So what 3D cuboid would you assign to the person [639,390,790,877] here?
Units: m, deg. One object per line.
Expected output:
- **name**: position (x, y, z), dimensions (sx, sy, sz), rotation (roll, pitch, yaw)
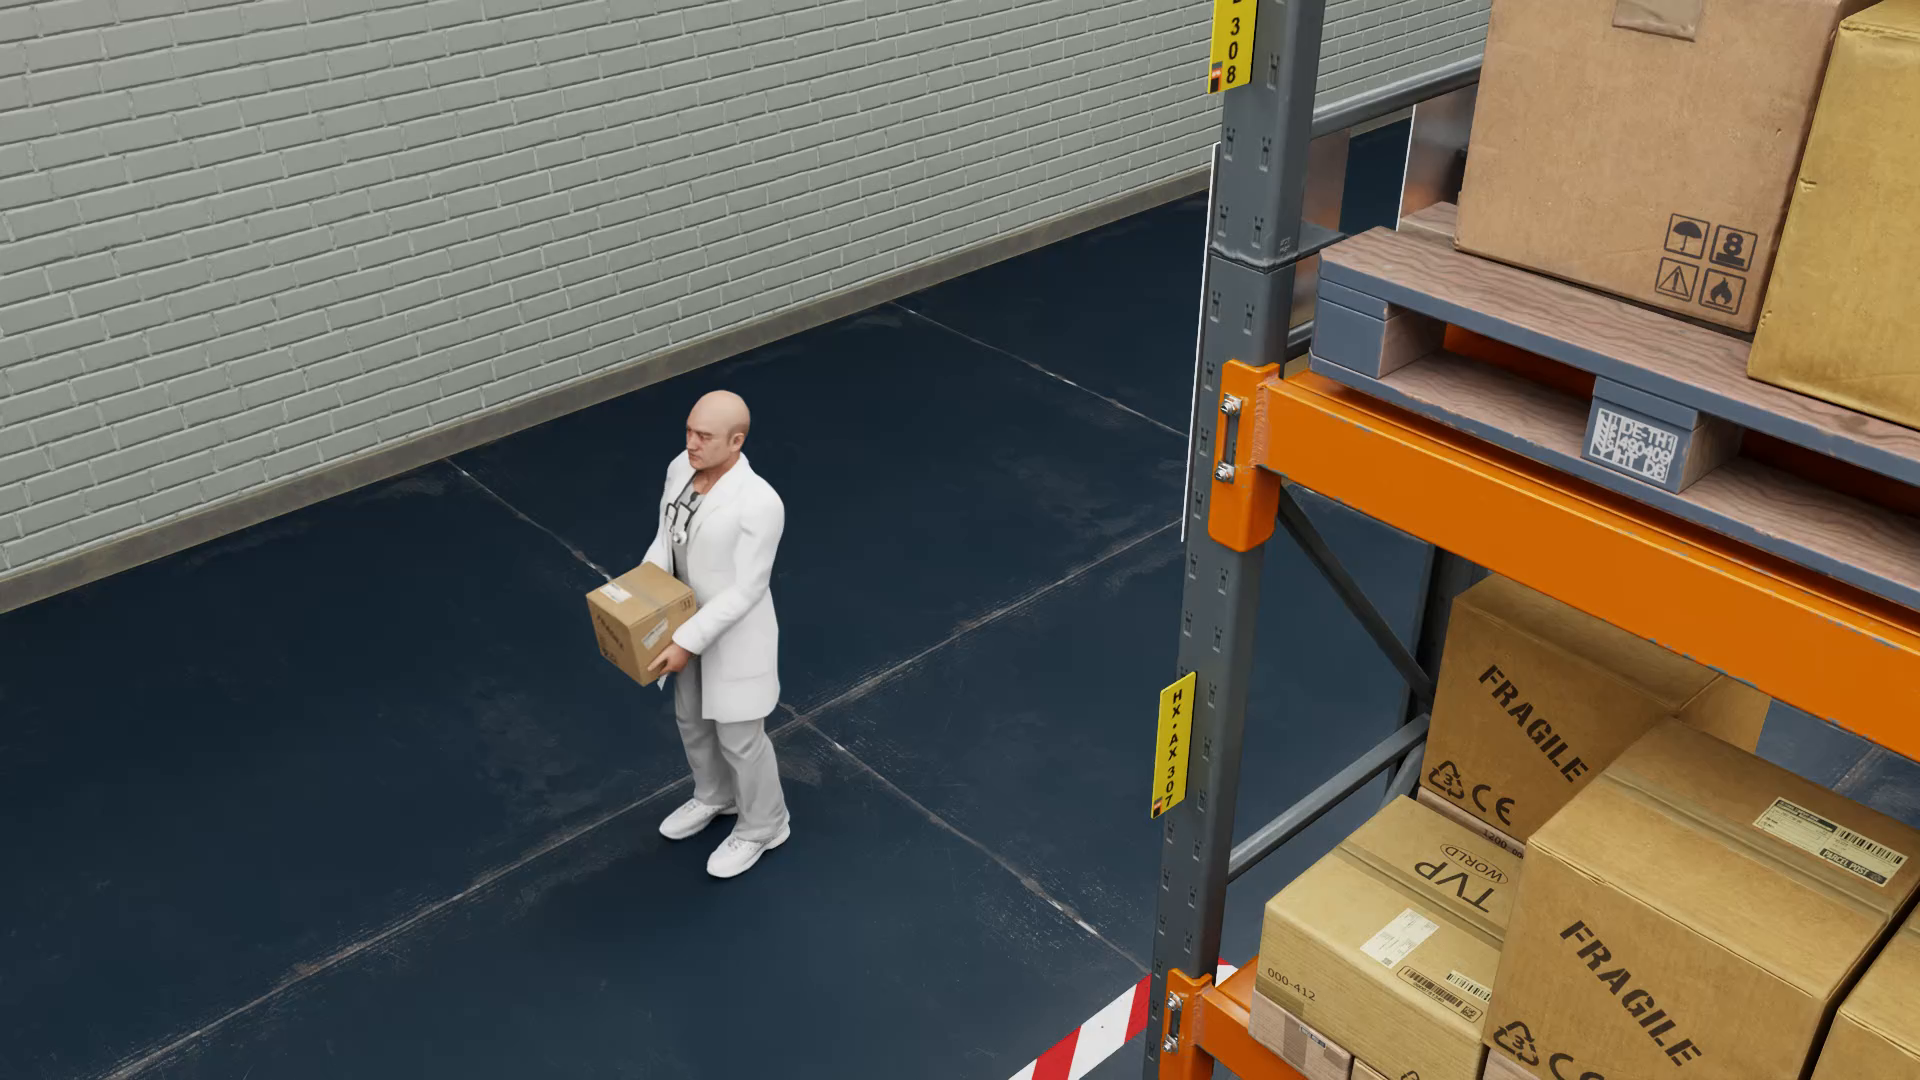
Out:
- **person**: position (-0.884, 0.351, 5.570), dimensions (0.548, 1.777, 0.537), rotation (-26, 40, -36)
